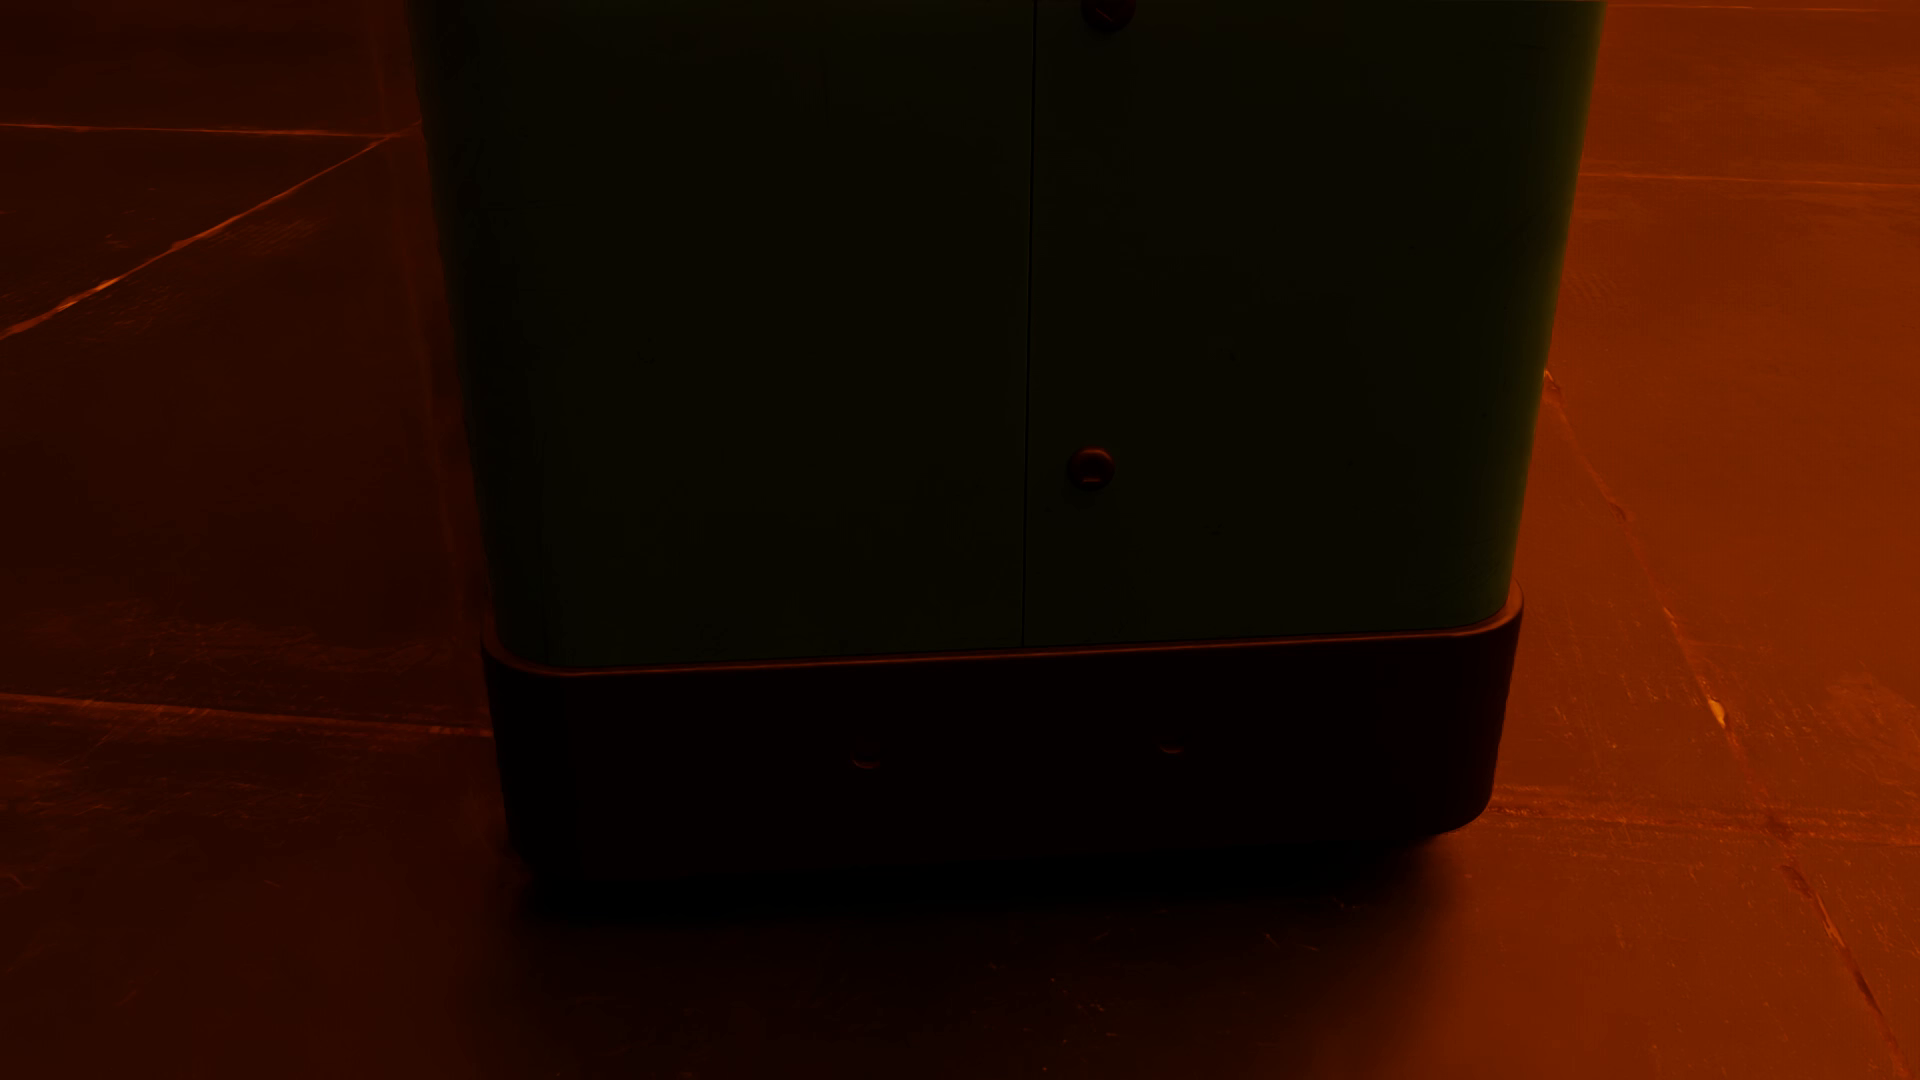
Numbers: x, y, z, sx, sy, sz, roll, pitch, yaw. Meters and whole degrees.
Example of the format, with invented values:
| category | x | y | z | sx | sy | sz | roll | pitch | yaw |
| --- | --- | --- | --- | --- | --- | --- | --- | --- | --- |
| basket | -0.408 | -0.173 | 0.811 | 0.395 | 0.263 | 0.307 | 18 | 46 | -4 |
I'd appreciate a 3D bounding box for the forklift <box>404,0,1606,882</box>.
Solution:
| category | x | y | z | sx | sy | sz | roll | pitch | yaw |
| --- | --- | --- | --- | --- | --- | --- | --- | --- | --- |
| forklift | -0.074 | -1.596 | 2.417 | 1.130 | 2.935 | 3.031 | -2 | 27 | -5 |
